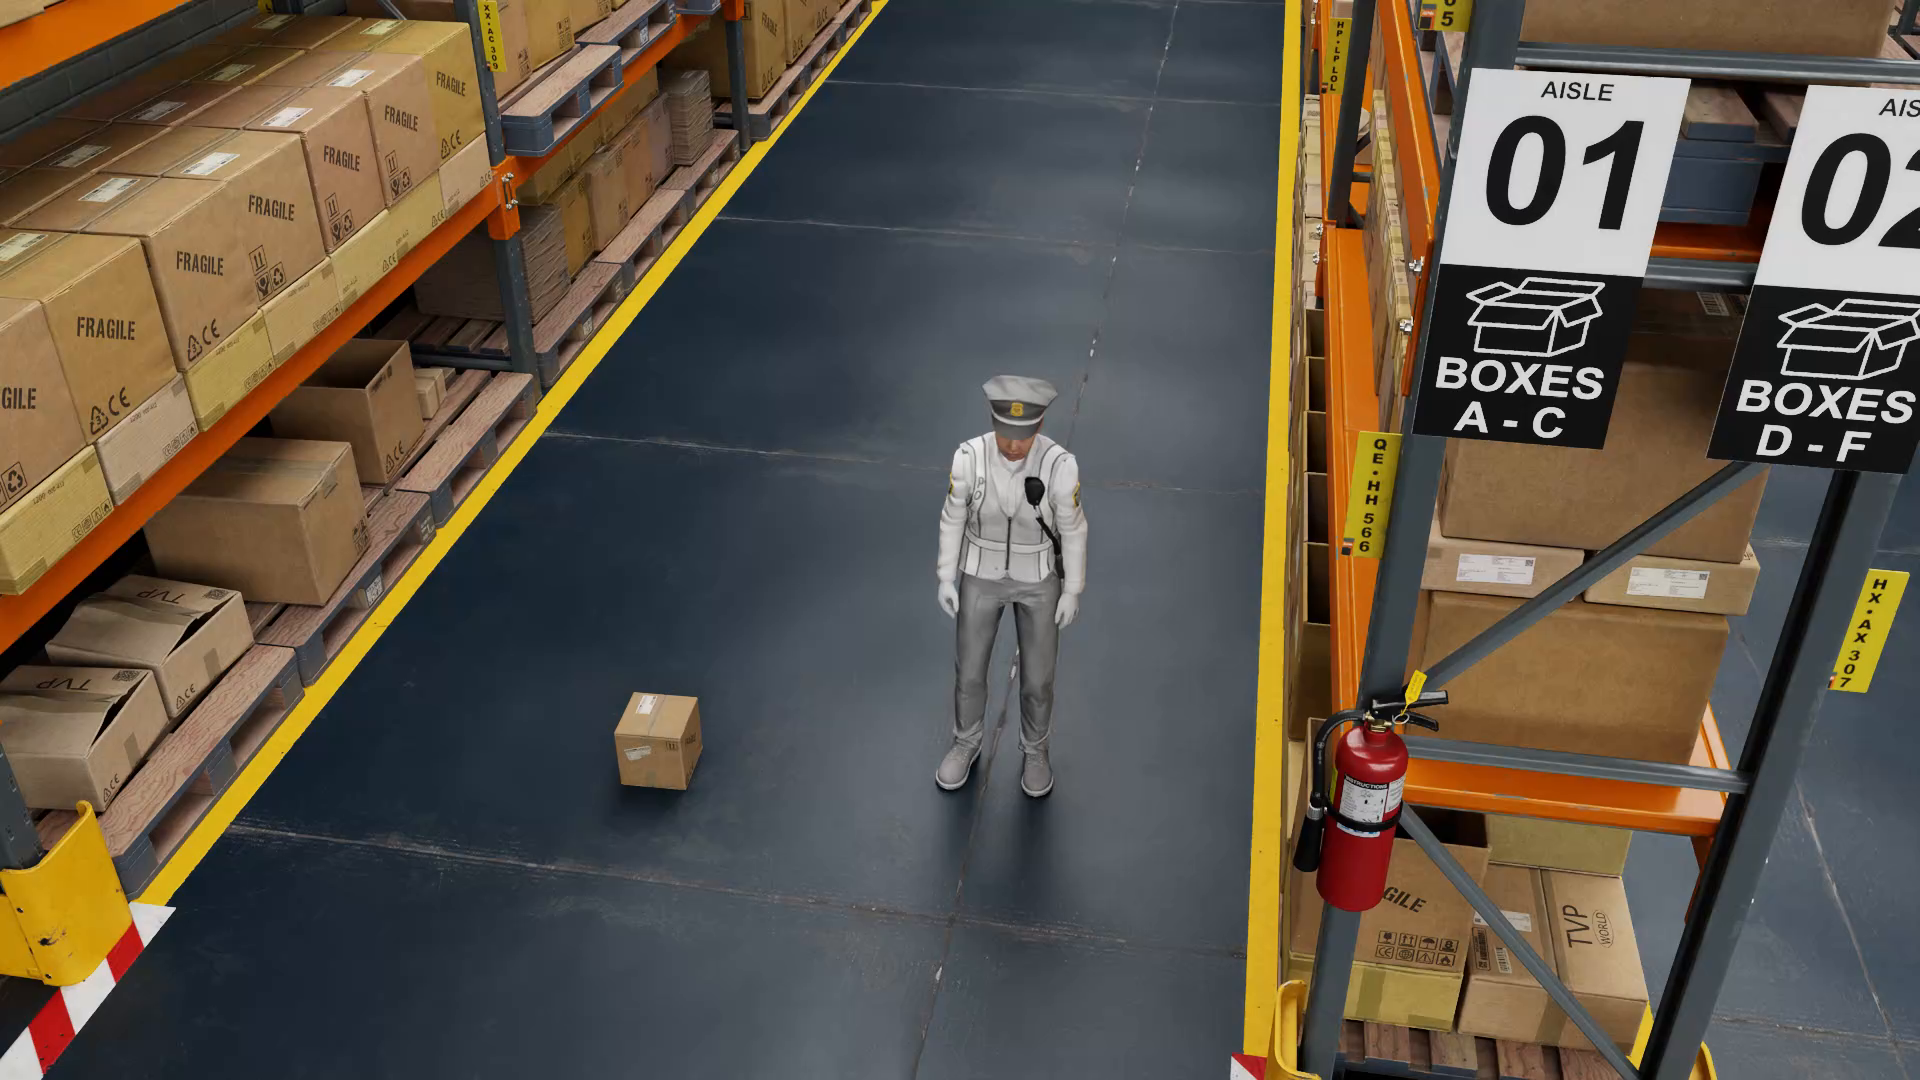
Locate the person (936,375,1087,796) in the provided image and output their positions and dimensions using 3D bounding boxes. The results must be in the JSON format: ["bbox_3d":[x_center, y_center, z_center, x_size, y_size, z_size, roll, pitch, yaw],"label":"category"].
[{"bbox_3d":[0.178,0.161,5.883,0.526,1.663,0.374,5,33,7],"label":"person"}]
